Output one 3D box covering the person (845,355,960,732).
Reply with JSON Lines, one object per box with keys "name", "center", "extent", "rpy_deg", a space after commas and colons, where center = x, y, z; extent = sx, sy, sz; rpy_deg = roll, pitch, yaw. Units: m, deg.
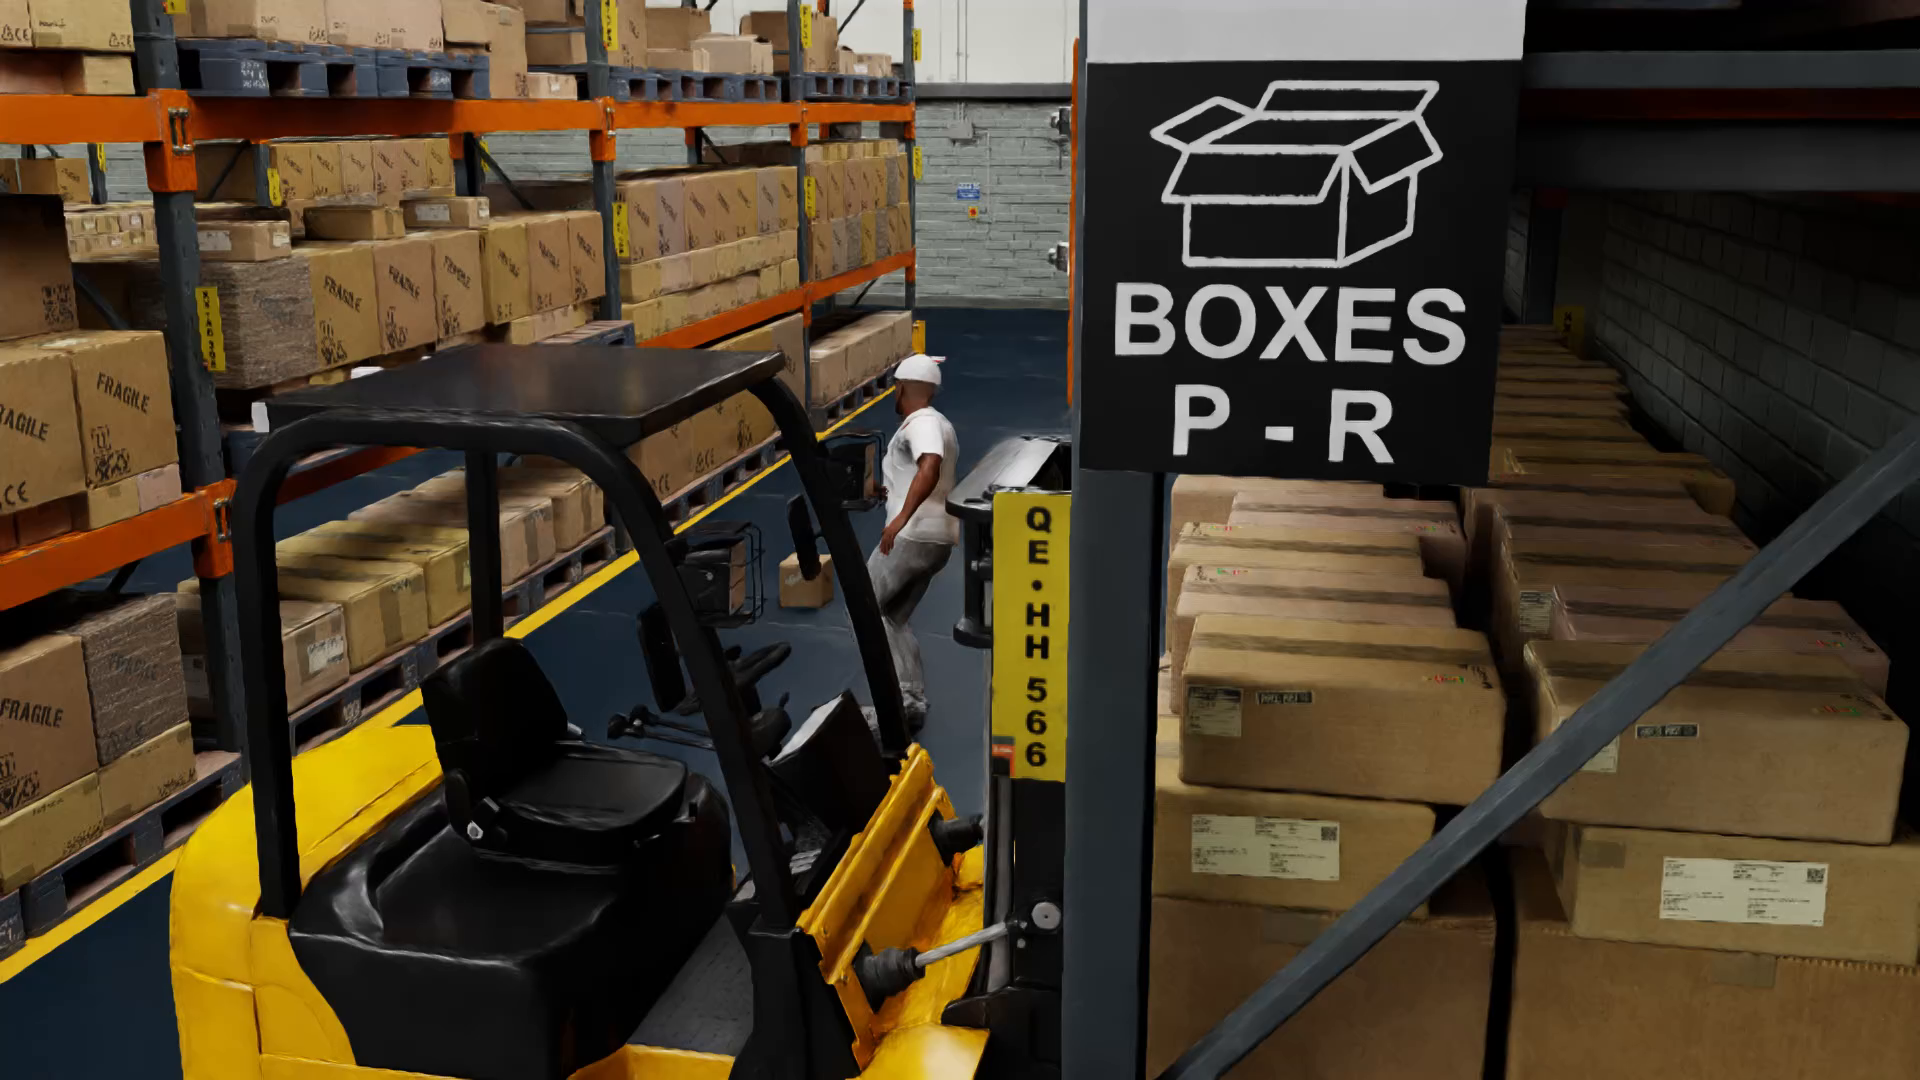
{"name": "person", "center": [-0.309, 0.002, 7.693], "extent": [0.554, 1.648, 0.953], "rpy_deg": [3, 15, 12]}
